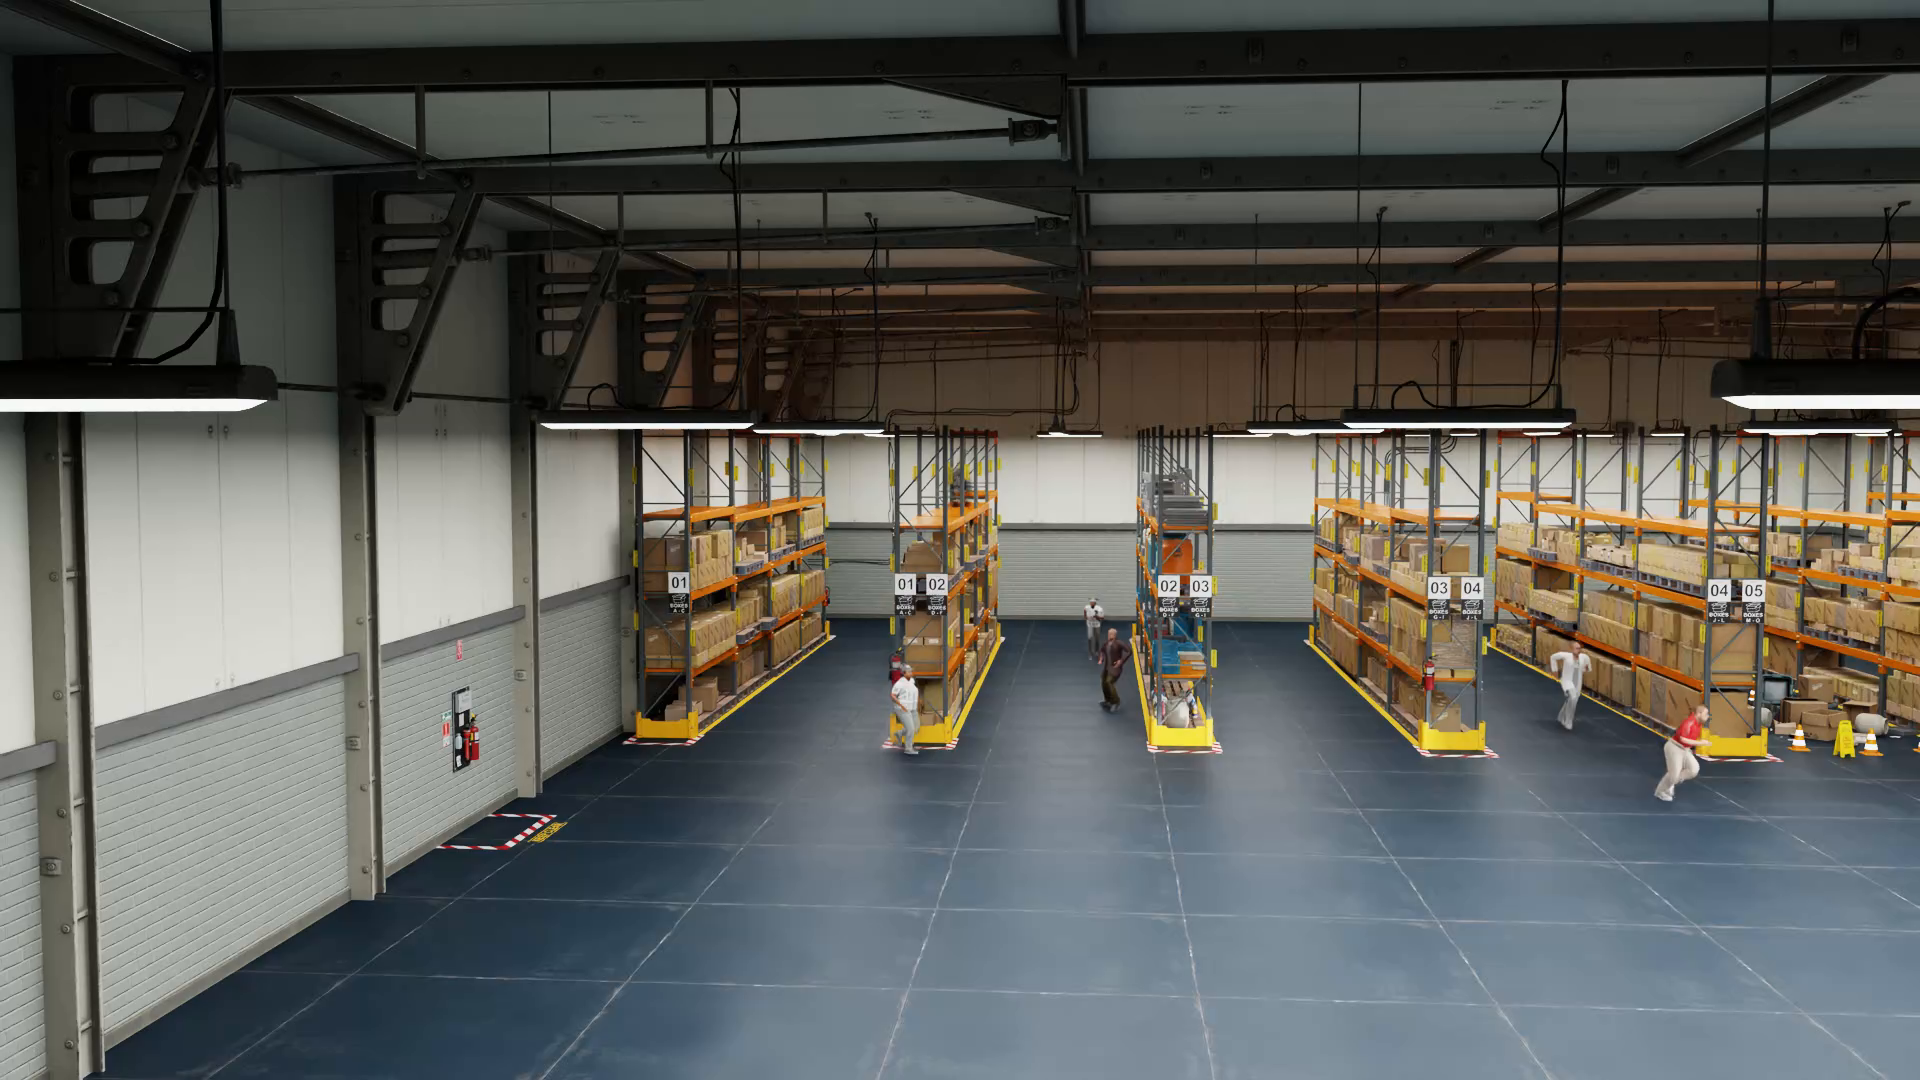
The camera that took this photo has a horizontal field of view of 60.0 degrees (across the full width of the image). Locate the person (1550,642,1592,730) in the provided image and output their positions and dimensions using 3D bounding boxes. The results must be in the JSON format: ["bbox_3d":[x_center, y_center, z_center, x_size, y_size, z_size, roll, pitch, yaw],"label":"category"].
[{"bbox_3d":[12.093,2.871,32.916,0.691,1.737,0.983,0,3,-8],"label":"person"}]

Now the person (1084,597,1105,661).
[{"bbox_3d":[3.512,2.304,43.422,0.573,1.675,0.904,1,3,10],"label":"person"}]

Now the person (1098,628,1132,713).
[{"bbox_3d":[3.238,2.755,35.345,0.902,1.747,0.733,3,5,45],"label":"person"}]

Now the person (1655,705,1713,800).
[{"bbox_3d":[11.490,3.360,26.316,0.700,1.560,0.912,-3,5,-43],"label":"person"}]

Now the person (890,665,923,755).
[{"bbox_3d":[-1.004,3.086,30.347,0.640,1.625,0.603,3,4,39],"label":"person"}]
